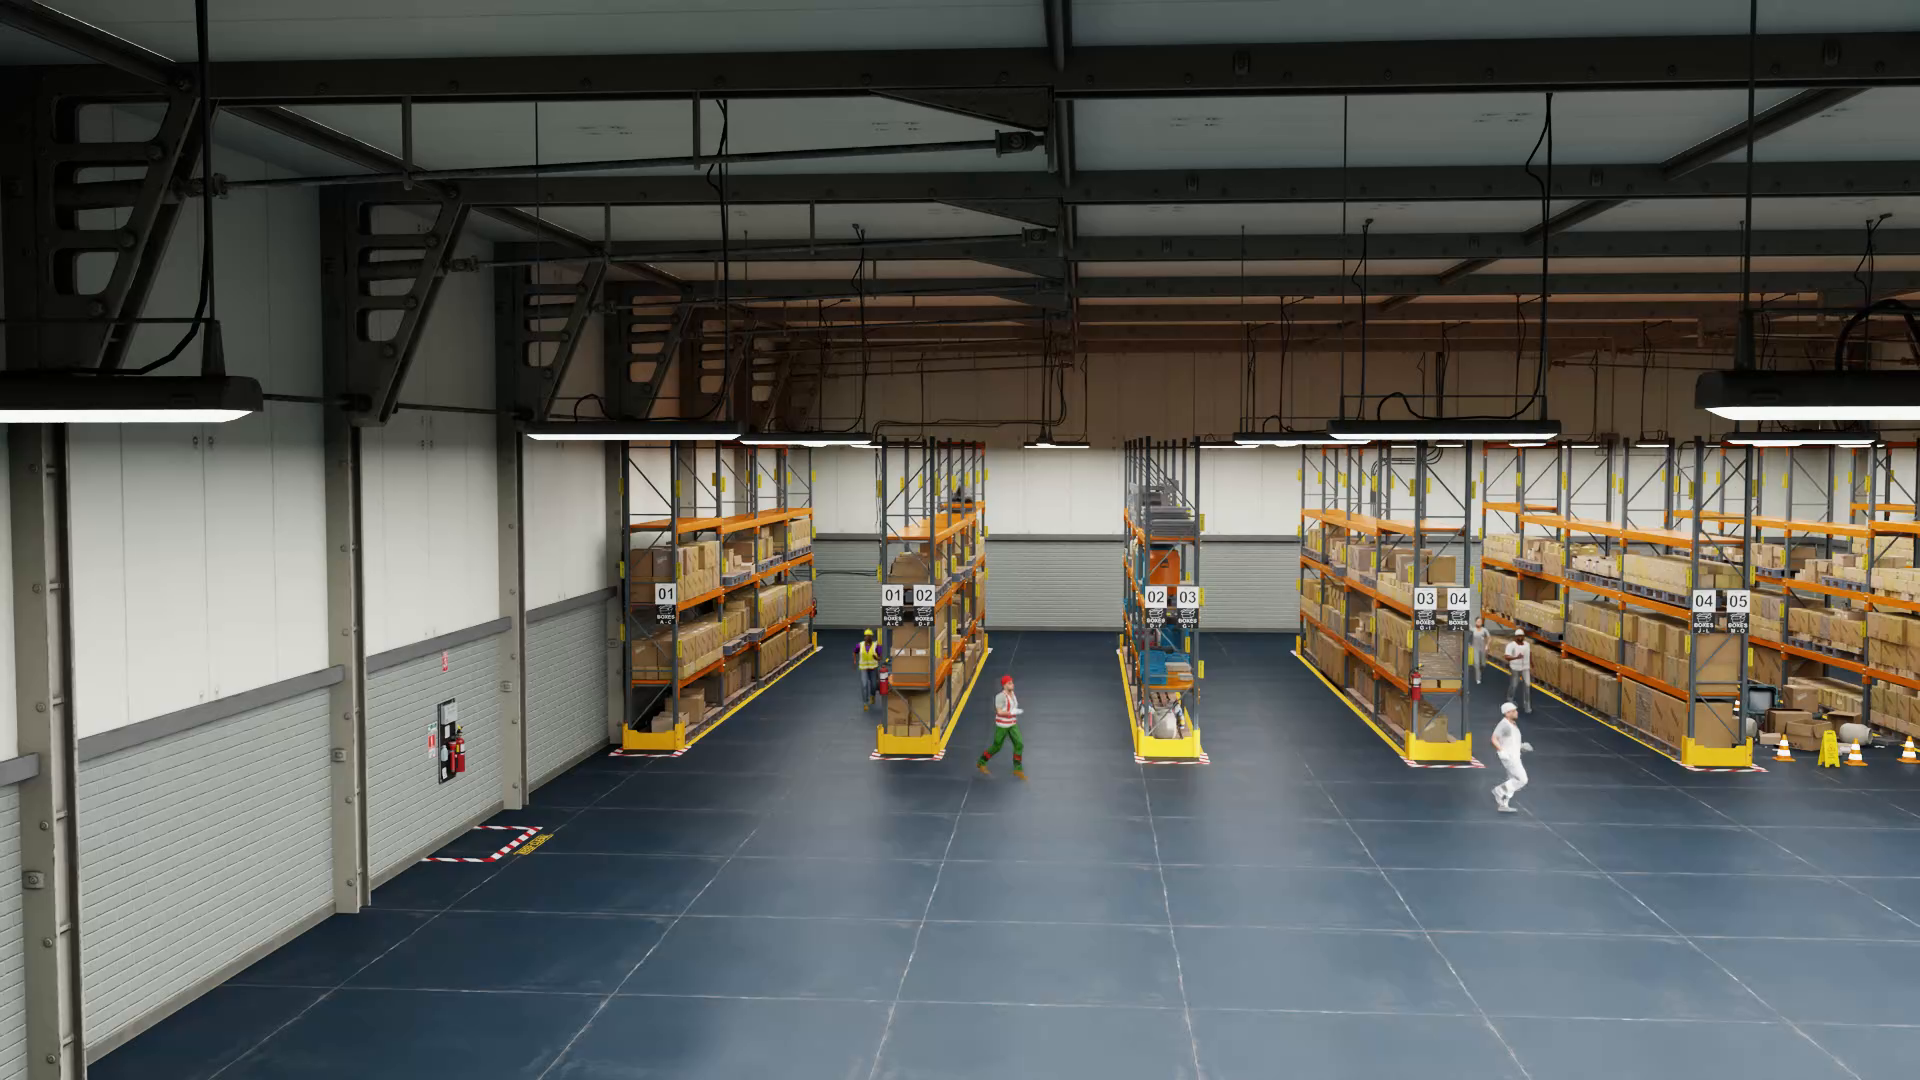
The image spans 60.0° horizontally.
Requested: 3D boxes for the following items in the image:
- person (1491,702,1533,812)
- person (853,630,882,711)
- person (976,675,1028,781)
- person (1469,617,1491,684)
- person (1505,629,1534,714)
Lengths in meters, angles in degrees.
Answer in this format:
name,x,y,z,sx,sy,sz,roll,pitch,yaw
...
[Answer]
name,x,y,z,sx,sy,sz,roll,pitch,yaw
person,8.733,3.439,26.283,0.583,1.738,0.651,2,4,31
person,-2.024,2.852,36.769,0.706,1.745,0.987,0,3,-2
person,0.761,3.268,29.094,0.943,1.826,0.674,2,4,36
person,12.782,2.706,41.024,0.600,1.631,0.769,1,3,10
person,12.325,2.864,36.628,0.681,1.806,0.868,0,3,-3
